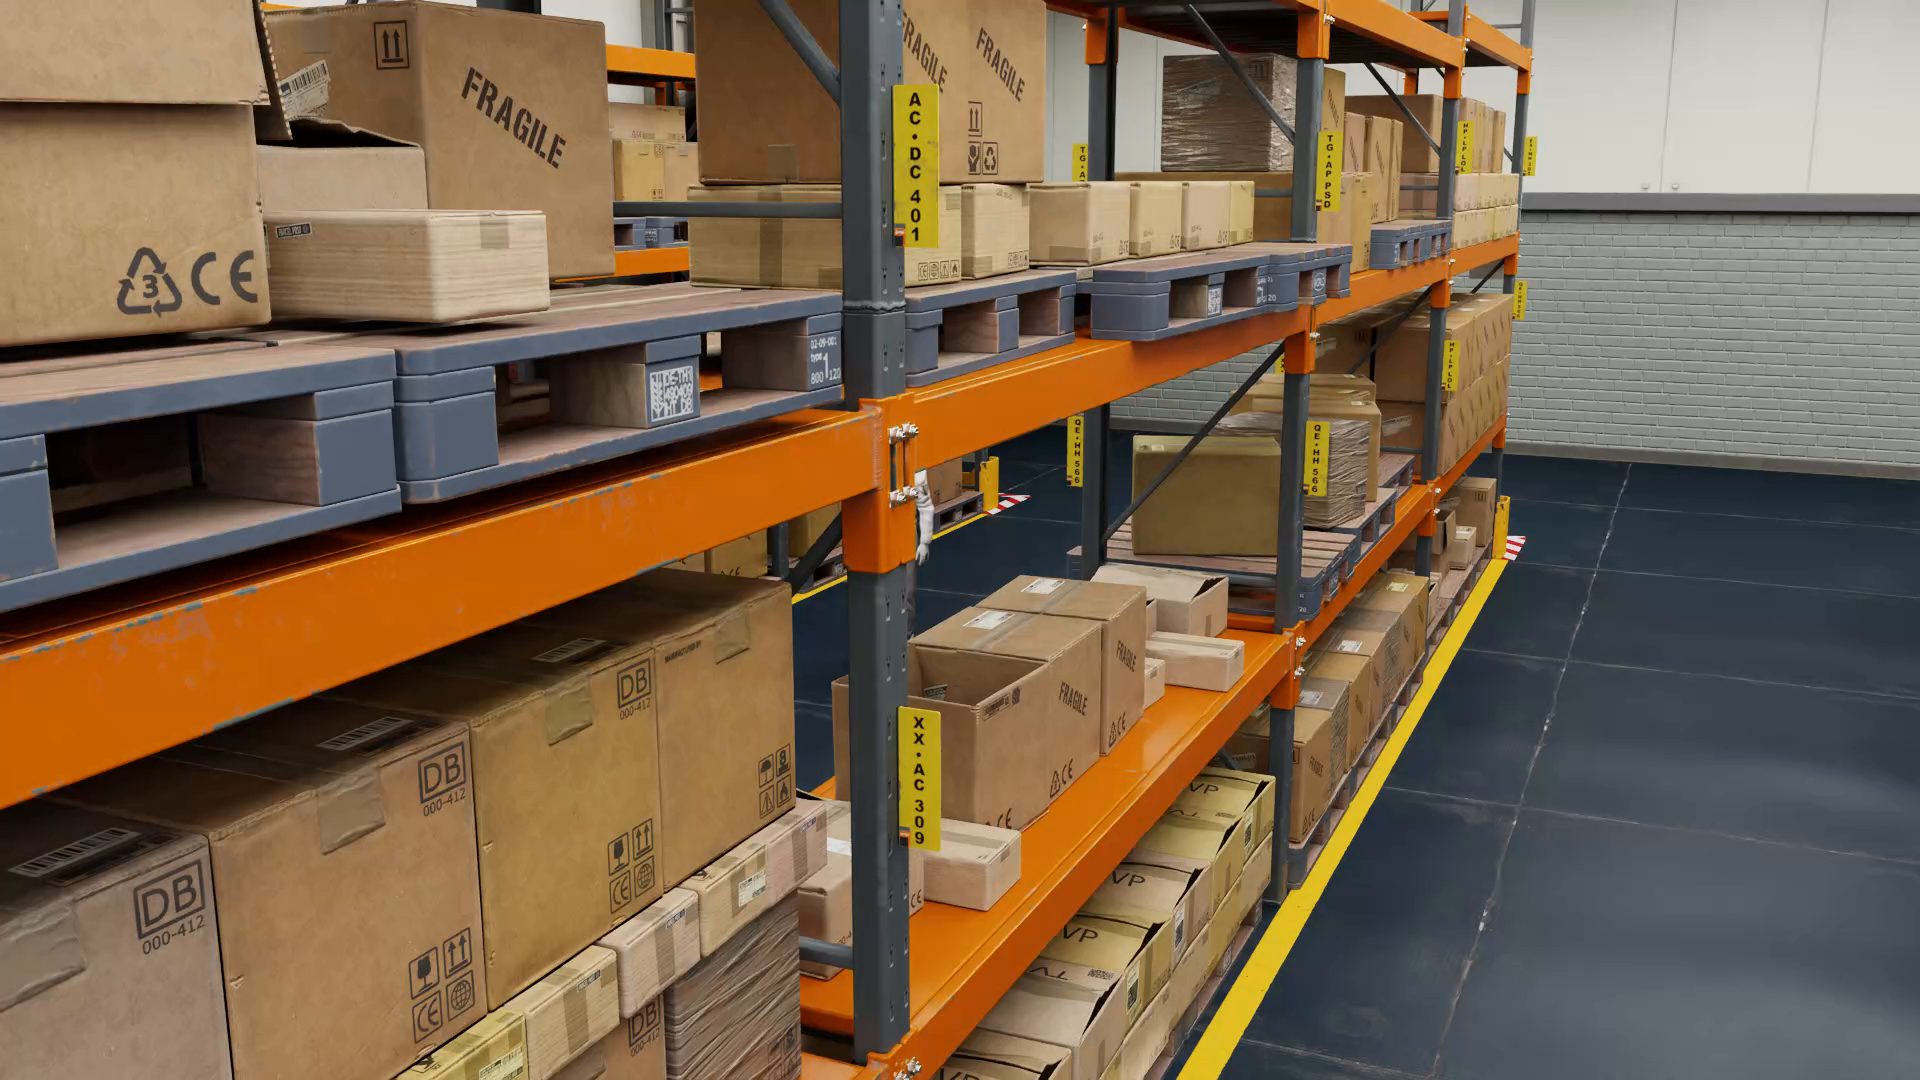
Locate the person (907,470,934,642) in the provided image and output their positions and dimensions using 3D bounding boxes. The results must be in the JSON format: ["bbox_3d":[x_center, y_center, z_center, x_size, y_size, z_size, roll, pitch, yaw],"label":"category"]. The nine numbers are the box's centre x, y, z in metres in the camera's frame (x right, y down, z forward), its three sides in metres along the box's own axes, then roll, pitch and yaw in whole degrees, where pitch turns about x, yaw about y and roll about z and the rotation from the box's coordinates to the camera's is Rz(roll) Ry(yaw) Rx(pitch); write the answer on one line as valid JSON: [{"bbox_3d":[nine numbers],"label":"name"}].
[{"bbox_3d":[-0.447,0.016,11.384,0.540,1.663,0.405,5,13,22],"label":"person"}]
